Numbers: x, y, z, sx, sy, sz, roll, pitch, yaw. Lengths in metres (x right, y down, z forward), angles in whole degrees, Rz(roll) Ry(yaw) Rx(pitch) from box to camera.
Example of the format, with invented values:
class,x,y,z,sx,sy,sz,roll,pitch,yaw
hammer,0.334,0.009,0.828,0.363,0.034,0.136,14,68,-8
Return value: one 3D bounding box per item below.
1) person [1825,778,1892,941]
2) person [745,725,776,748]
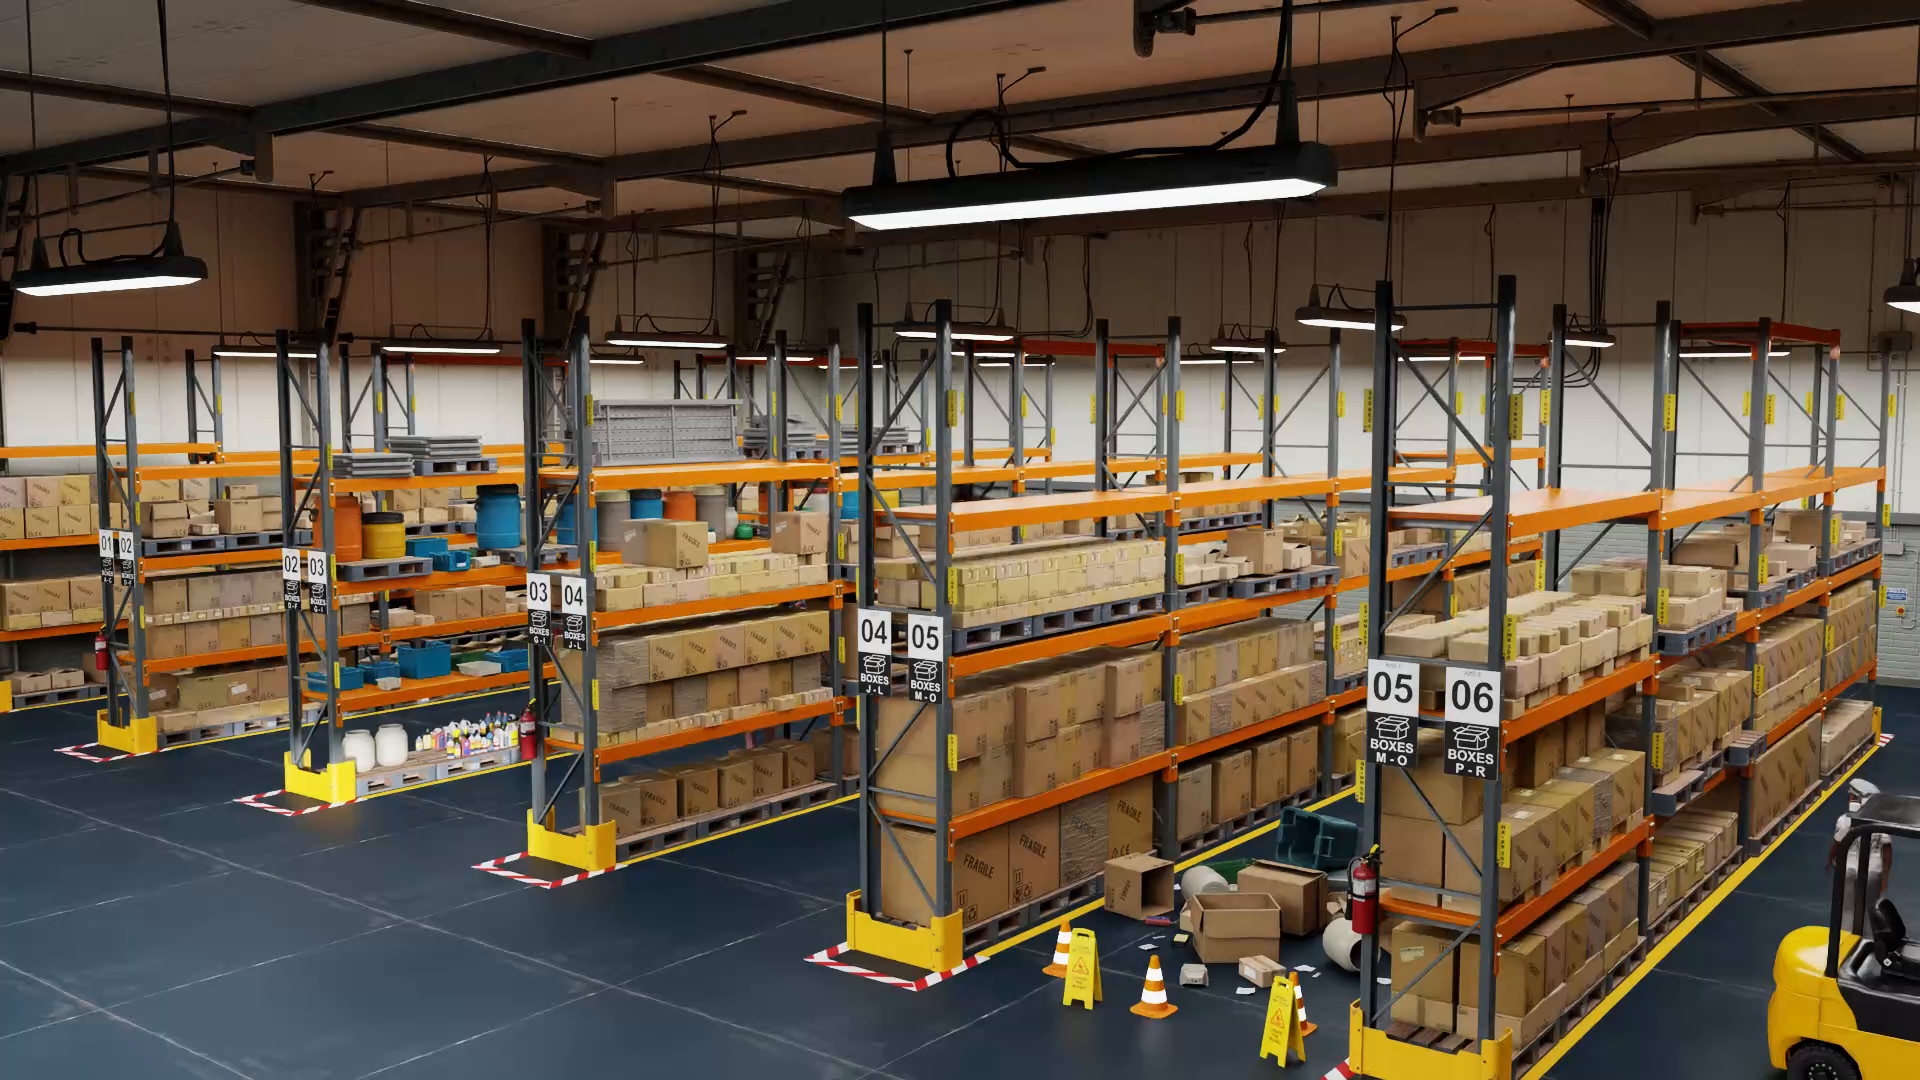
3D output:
class,x,y,z,sx,sy,sz,roll,pitch,yaw
person,8.149,3.011,15.098,0.538,1.705,0.738,3,6,33
person,-2.886,2.304,23.548,0.555,1.706,0.355,-4,7,-40
